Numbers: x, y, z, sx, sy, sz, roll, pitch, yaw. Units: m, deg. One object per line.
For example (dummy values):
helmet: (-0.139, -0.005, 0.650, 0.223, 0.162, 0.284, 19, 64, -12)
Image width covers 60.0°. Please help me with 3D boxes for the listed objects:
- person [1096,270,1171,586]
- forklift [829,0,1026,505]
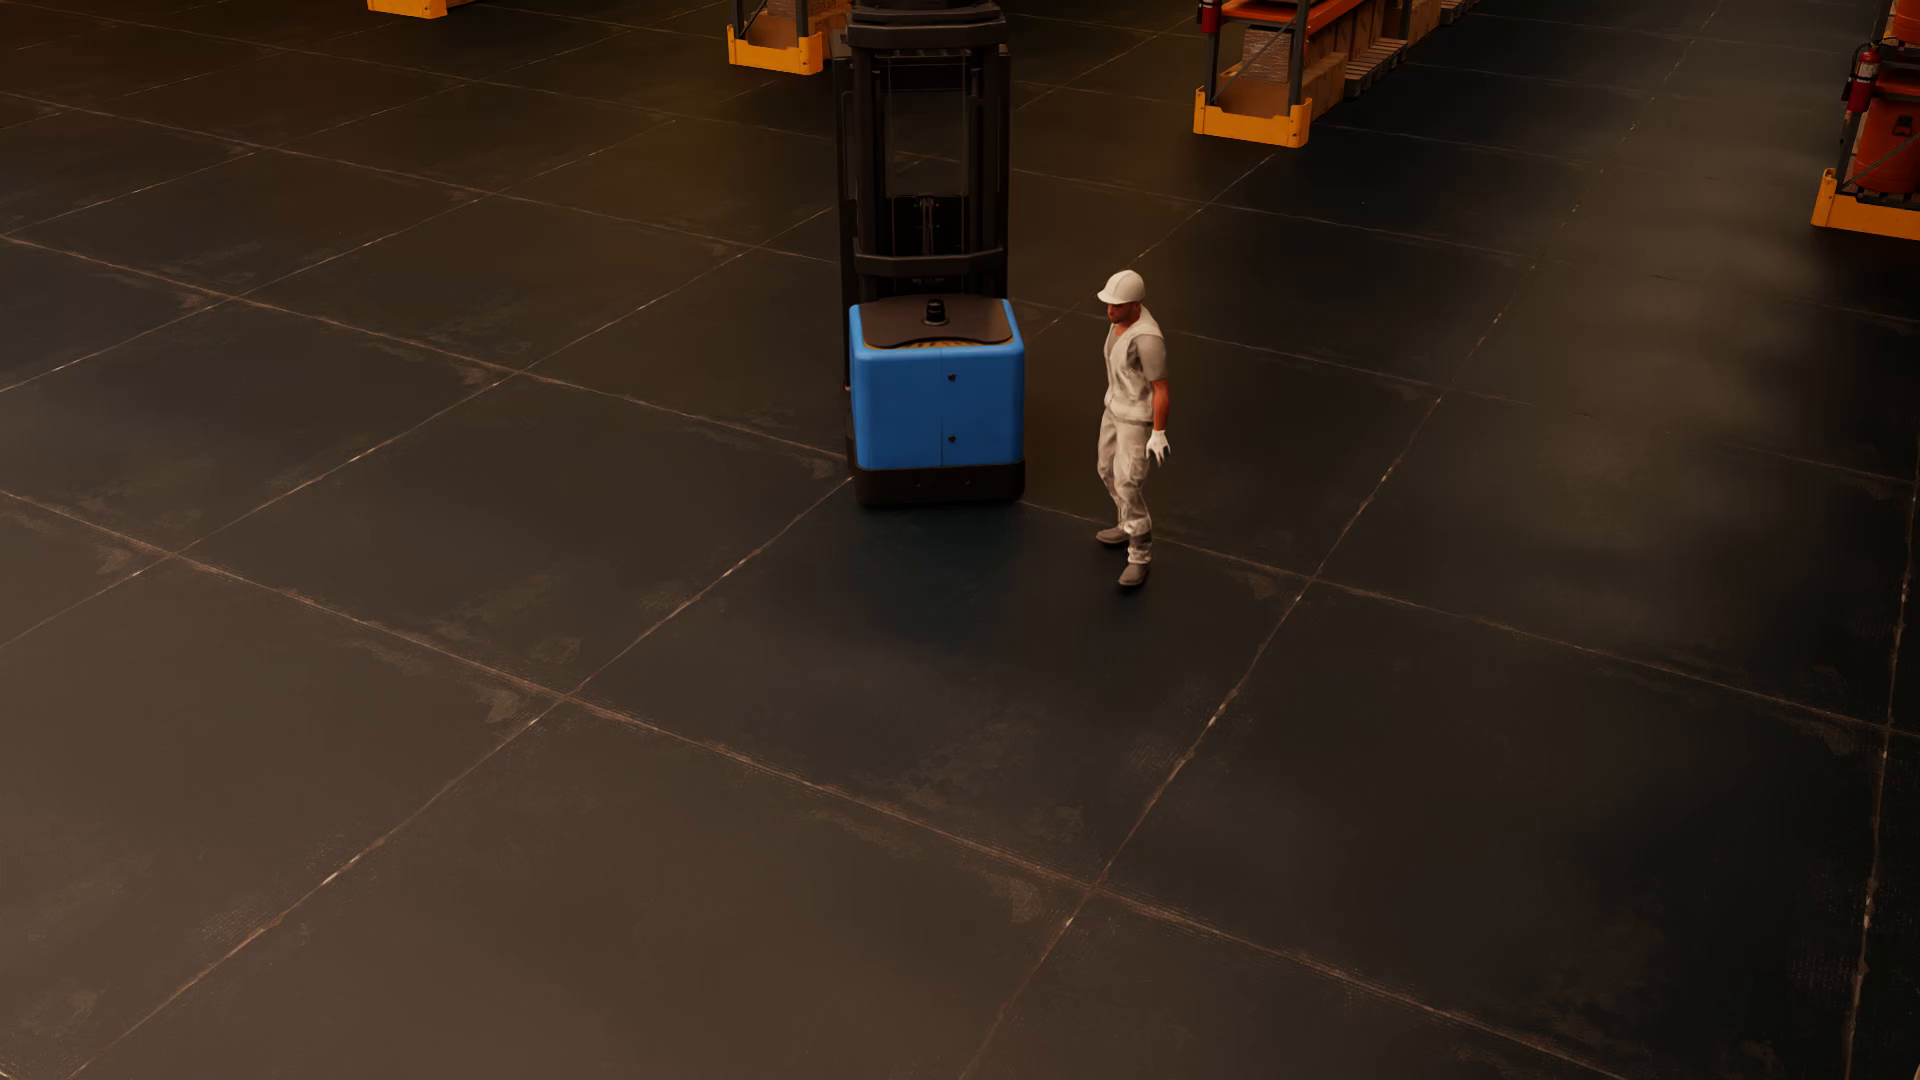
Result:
person: (0.941, -0.696, 9.386, 0.428, 1.748, 0.865, -8, 31, -14)
forklift: (-0.260, -2.198, 10.878, 1.130, 2.935, 3.031, -3, 30, -5)
